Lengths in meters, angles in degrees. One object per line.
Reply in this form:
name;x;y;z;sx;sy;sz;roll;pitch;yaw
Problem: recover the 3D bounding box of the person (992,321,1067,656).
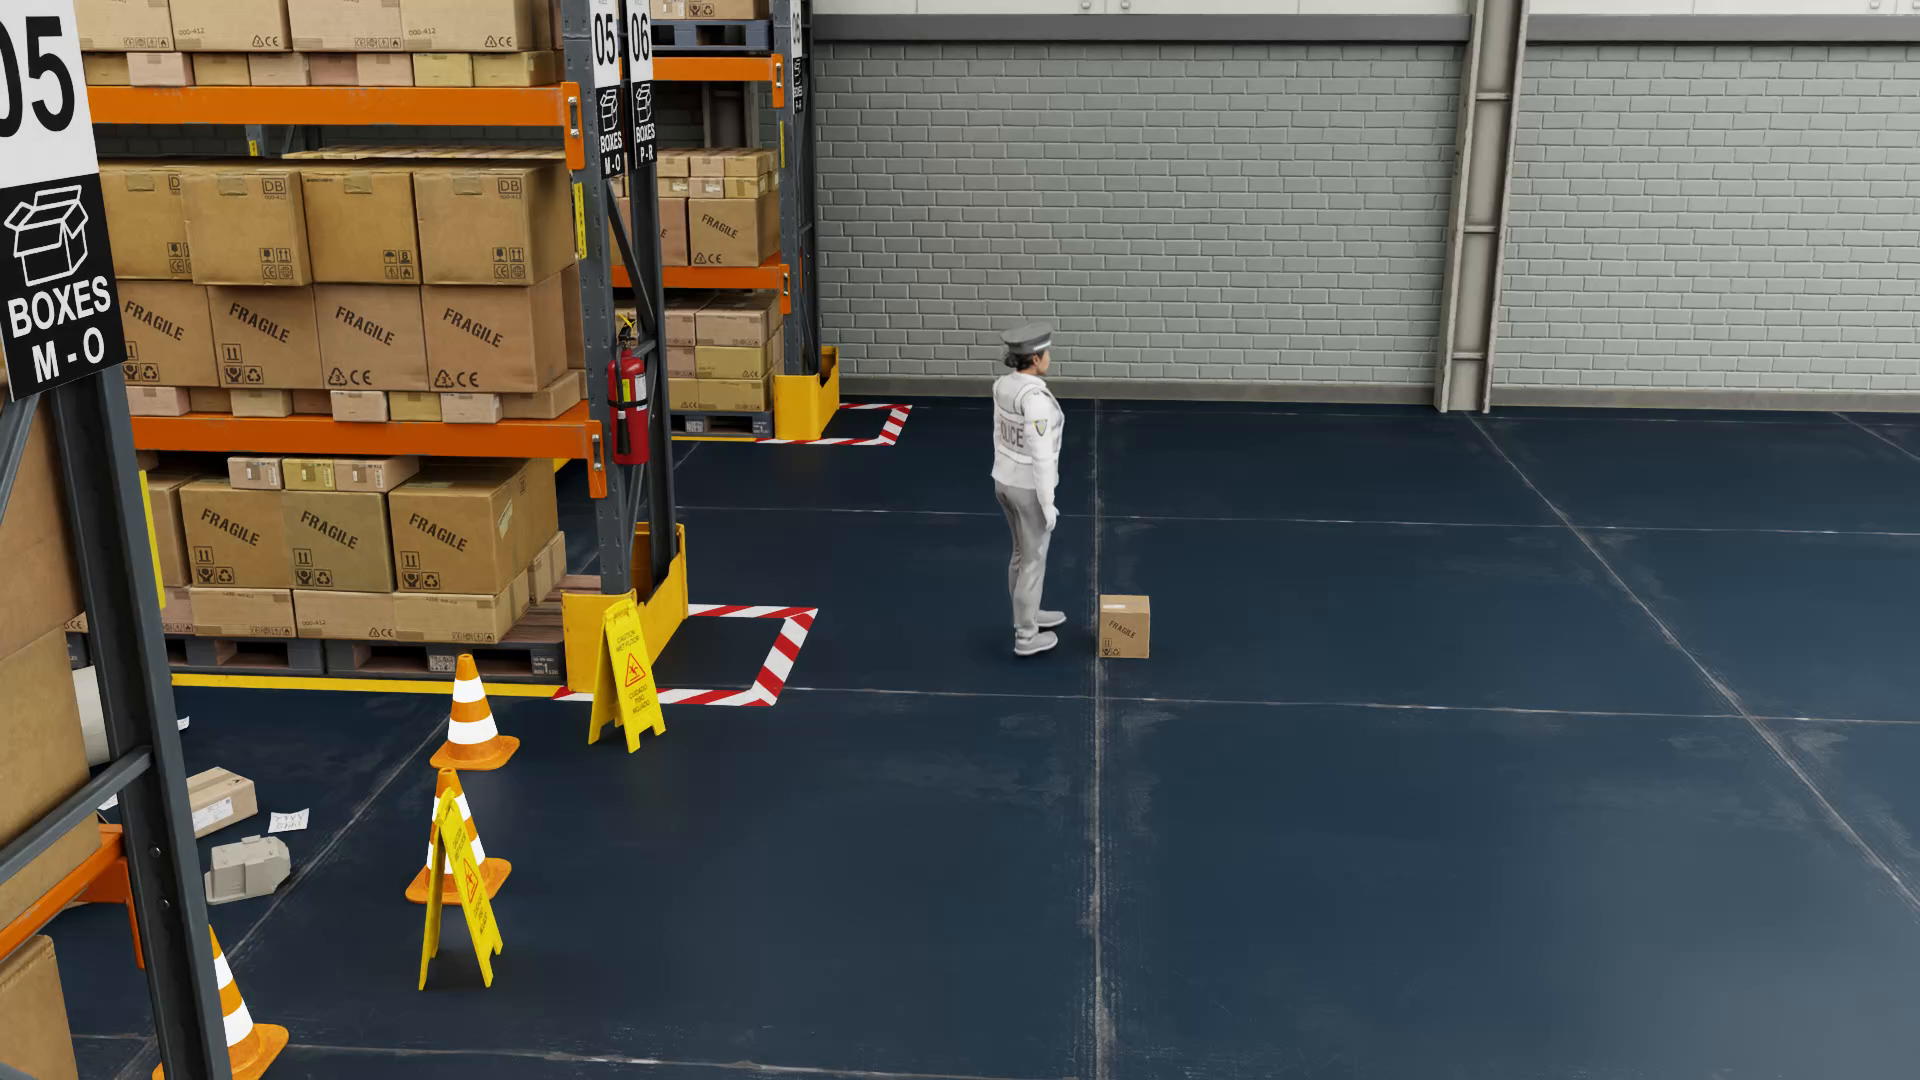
person;0.409;-0.264;8.303;0.489;1.679;0.521;-8;19;-22
